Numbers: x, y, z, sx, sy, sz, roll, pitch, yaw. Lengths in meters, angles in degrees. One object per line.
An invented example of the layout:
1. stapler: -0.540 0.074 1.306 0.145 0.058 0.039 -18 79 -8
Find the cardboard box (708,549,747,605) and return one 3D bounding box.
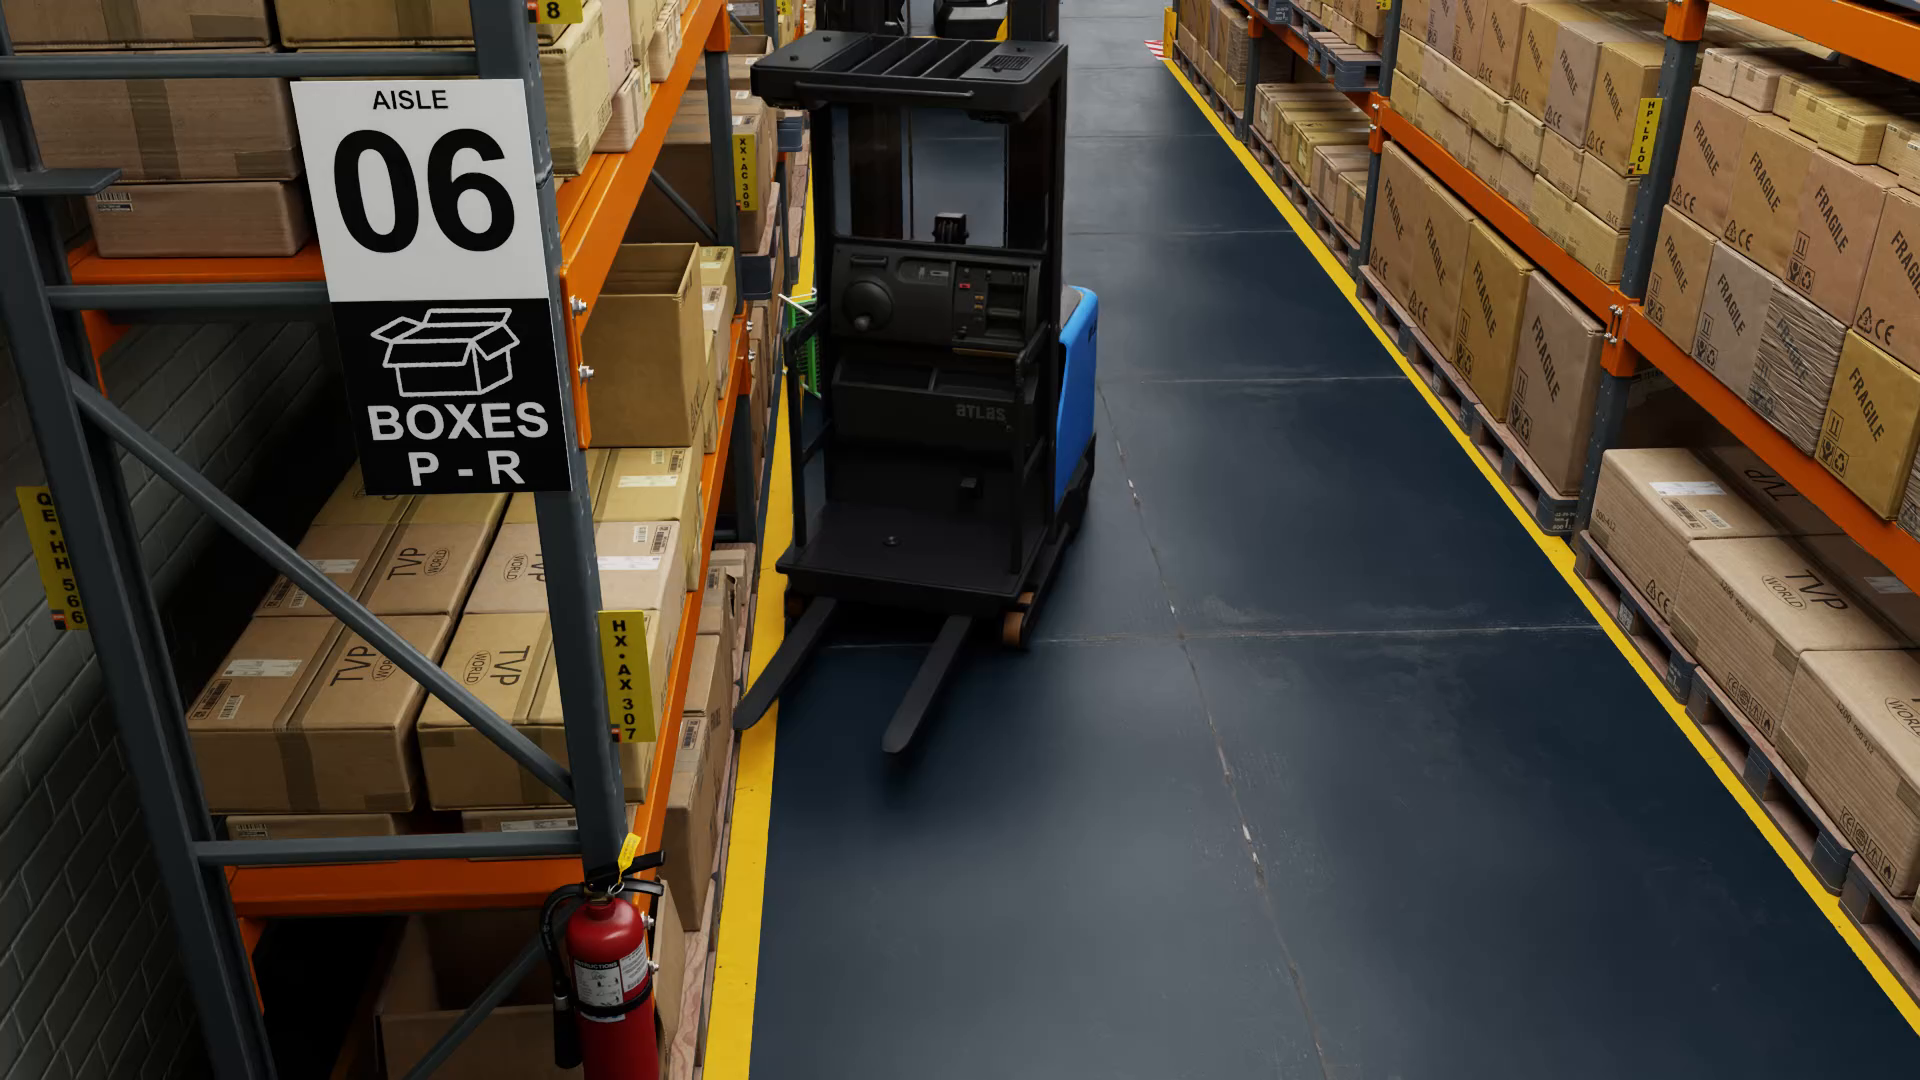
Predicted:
1. cardboard box: -1.133 0.169 7.311 0.380 0.149 0.250 -2 28 -4

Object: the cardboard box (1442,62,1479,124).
1. cardboard box: 3.111 -2.574 9.563 0.500 0.250 0.500 -1 28 -3

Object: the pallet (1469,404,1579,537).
1. pallet: 3.385 -0.399 8.786 1.003 0.211 1.213 -1 28 -3

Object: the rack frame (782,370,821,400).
1. rack frame: -0.673 -0.827 9.805 0.240 0.015 1.200 -16 32 -28

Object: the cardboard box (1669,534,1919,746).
1. cardboard box: 3.474 0.375 6.603 0.875 0.438 0.875 -2 28 -4

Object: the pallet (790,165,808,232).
1. pallet: -1.729 -2.713 13.223 1.003 0.211 1.213 -1 28 -3

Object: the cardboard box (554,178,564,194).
1. cardboard box: -1.071 -0.803 3.575 0.380 0.149 0.250 -1 28 -2

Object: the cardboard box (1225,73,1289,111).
1. cardboard box: 2.784 -4.209 15.595 0.500 0.250 0.500 0 28 0

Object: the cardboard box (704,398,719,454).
1. cardboard box: -1.086 -0.428 6.099 0.380 0.149 0.250 -2 28 -3

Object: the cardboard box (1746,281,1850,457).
1. cardboard box: 3.306 -0.639 6.124 0.500 0.500 0.500 -1 28 -2

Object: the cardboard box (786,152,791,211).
1. cardboard box: -1.726 -2.729 12.353 0.875 0.625 0.625 -1 28 -1

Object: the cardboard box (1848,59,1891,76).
1. cardboard box: 3.740 -1.797 6.561 0.380 0.149 0.250 -1 28 -1

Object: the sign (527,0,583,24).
1. sign: -0.705 -1.042 2.816 0.100 0.325 0.005 -1 28 -3

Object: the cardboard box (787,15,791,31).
1. cardboard box: -1.478 -3.845 12.001 0.500 0.250 0.500 -2 28 -4

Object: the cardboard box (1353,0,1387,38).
1. cardboard box: 2.991 -3.693 11.204 0.500 0.500 0.500 -2 28 -4

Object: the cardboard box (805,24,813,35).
1. cardboard box: -1.585 -4.495 15.062 0.500 0.250 0.500 -2 28 -3

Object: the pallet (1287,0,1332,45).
1. pallet: 3.148 -3.956 12.798 1.003 0.211 1.213 -1 28 -3

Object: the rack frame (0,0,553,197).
1. rack frame: -1.247 -1.972 2.299 1.000 3.000 0.127 -1 28 -3

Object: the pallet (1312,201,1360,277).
1. pallet: 3.253 -2.252 12.340 1.003 0.211 1.213 -1 28 -3

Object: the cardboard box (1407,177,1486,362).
1. cardboard box: 3.287 -1.639 9.992 0.875 0.875 0.875 -1 28 -2

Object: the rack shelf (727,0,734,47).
1. rack shelf: -1.560 -3.094 8.472 1.077 0.370 4.000 -1 28 -3

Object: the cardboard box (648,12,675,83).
1. cardboard box: -1.015 -1.393 4.706 0.380 0.149 0.250 -1 28 -3

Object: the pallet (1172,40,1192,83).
1. pallet: 2.885 -5.175 17.943 1.003 0.211 1.213 -1 28 -3

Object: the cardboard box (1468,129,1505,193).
1. cardboard box: 3.162 -2.122 9.237 0.500 0.250 0.500 -1 28 -3

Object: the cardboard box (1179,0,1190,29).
1. cardboard box: 2.642 -5.732 17.704 0.500 0.500 0.500 -2 28 -4

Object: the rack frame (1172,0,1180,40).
1. rack frame: 2.874 -6.822 18.087 1.000 3.000 0.127 -1 28 -3

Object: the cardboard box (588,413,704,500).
1. cardboard box: -1.106 -0.296 5.414 0.500 0.250 0.500 -2 28 -4

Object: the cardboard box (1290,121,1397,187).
1. cardboard box: 3.192 -3.101 13.339 0.950 0.372 0.625 0 28 -1

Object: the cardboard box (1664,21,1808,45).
1. cardboard box: 3.711 -2.213 8.059 0.500 0.500 0.500 -2 28 -3

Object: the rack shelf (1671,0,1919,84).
1. rack shelf: 3.605 -1.368 5.163 1.077 0.370 4.000 -1 28 -3

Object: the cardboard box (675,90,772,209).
1. cardboard box: -1.285 -1.857 8.005 0.700 0.500 0.500 -1 28 -2

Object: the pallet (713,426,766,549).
1. pallet: -1.536 -0.297 8.592 1.003 0.211 1.213 -1 28 -3

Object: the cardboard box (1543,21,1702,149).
1. cardboard box: 3.192 -2.207 8.049 0.500 0.500 0.500 -1 28 -2

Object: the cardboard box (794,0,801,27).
1. cardboard box: -1.554 -4.328 13.467 0.500 0.250 0.500 -2 28 -3

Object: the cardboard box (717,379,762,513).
1. cardboard box: -1.256 -0.466 8.148 0.500 0.500 0.500 0 28 0

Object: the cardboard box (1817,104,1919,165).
1. cardboard box: 3.280 -1.429 5.855 0.380 0.149 0.250 -2 28 -4

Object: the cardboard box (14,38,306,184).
1. cardboard box: -1.542 -0.906 3.340 0.500 0.250 0.500 -2 28 -4

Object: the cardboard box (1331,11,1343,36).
1. cardboard box: 2.891 -3.702 11.922 0.380 0.149 0.250 -3 28 -5

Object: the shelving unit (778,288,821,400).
1. shelving unit: -0.673 -1.043 9.692 0.258 0.503 1.200 -16 32 -28

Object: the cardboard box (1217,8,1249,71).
1. cardboard box: 2.756 -4.776 15.872 0.500 0.500 0.500 -1 28 -2

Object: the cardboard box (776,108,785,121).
1. cardboard box: -1.286 -2.646 9.788 0.500 0.250 0.500 -3 28 -5

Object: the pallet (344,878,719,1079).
1. pallet: -1.294 1.522 5.105 1.003 0.211 1.213 -1 28 -3

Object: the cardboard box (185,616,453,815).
1. cardboard box: -1.536 0.417 4.047 0.500 0.250 0.500 -1 28 -1

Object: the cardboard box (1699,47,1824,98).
1. cardboard box: 3.258 -1.904 6.766 0.380 0.149 0.250 -2 28 -3

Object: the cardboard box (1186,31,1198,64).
1. cardboard box: 2.659 -5.174 17.446 0.500 0.250 0.500 0 28 -1

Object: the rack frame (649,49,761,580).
1. rack frame: -1.456 -1.159 7.228 1.000 3.000 0.127 -1 28 -3

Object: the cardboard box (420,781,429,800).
1. cardboard box: -1.484 0.534 4.253 0.380 0.149 0.250 -1 28 -1

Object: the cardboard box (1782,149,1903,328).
1. cardboard box: 3.319 -1.072 5.873 0.500 0.500 0.500 -1 28 -2

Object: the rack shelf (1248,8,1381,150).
1. rack shelf: 3.188 -3.732 12.940 1.077 0.370 4.000 -1 28 -3

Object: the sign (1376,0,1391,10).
1. sign: 2.751 -3.588 10.720 0.100 0.325 0.005 -1 28 -3

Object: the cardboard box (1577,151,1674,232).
1. cardboard box: 3.235 -1.633 7.760 0.500 0.250 0.500 -1 28 -3

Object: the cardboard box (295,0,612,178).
1. cardboard box: -0.997 -0.919 3.364 0.500 0.250 0.500 -2 28 -3

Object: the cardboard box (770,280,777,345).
1. cardboard box: -1.382 -1.421 9.980 0.500 0.500 0.500 0 28 0

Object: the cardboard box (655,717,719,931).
1. cardboard box: -1.190 0.930 5.472 0.700 0.500 0.500 0 28 -1

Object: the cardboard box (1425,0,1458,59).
1. cardboard box: 3.109 -3.153 9.862 0.500 0.500 0.500 -1 28 -2

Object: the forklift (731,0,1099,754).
1. forklift: -0.165 -1.019 7.034 1.130 2.935 3.031 7 28 13
